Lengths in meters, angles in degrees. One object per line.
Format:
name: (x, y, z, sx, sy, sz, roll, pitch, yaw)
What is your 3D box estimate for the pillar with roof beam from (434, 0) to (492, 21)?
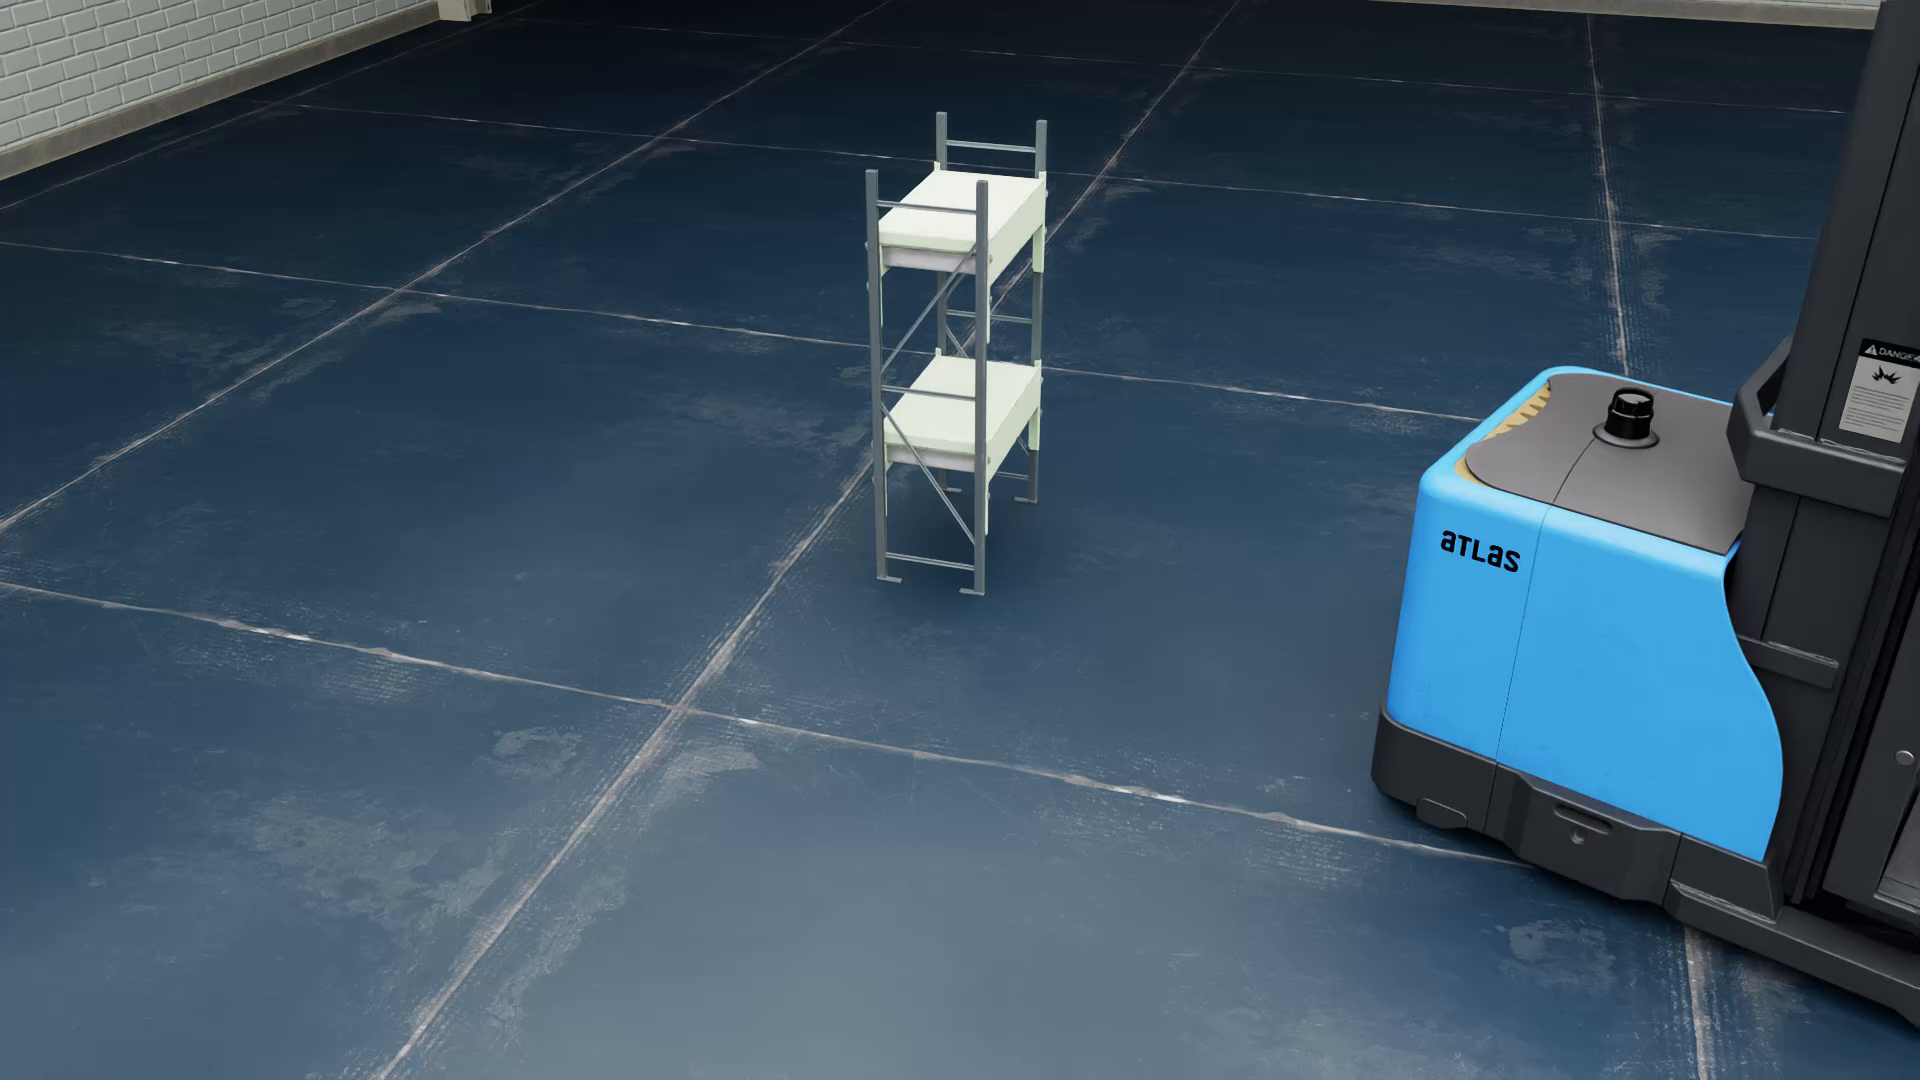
pillar with roof beam: (-0.182, -7.867, 11.136, 9.100, 9.000, 0.400, 8, 30, 15)

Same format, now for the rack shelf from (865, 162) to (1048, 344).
rack shelf: (0.002, -1.000, 5.701, 0.431, 0.370, 0.720, 8, 30, 15)

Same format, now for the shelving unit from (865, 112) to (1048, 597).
shelving unit: (0.002, -0.659, 5.891, 0.431, 1.500, 0.755, 8, 30, 15)

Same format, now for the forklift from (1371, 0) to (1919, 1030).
forklift: (2.676, -0.264, 3.709, 3.031, 2.935, 1.130, 21, 35, 32)

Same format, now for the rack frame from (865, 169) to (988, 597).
rack frame: (-0.105, -0.488, 5.585, 0.400, 1.500, 0.023, 8, 30, 15)

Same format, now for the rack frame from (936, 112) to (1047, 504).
rack frame: (0.109, -0.829, 6.197, 0.400, 1.500, 0.023, 8, 30, 15)

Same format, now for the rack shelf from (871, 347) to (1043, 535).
rack shelf: (0.002, -0.374, 6.049, 0.431, 0.370, 0.720, 8, 30, 15)
